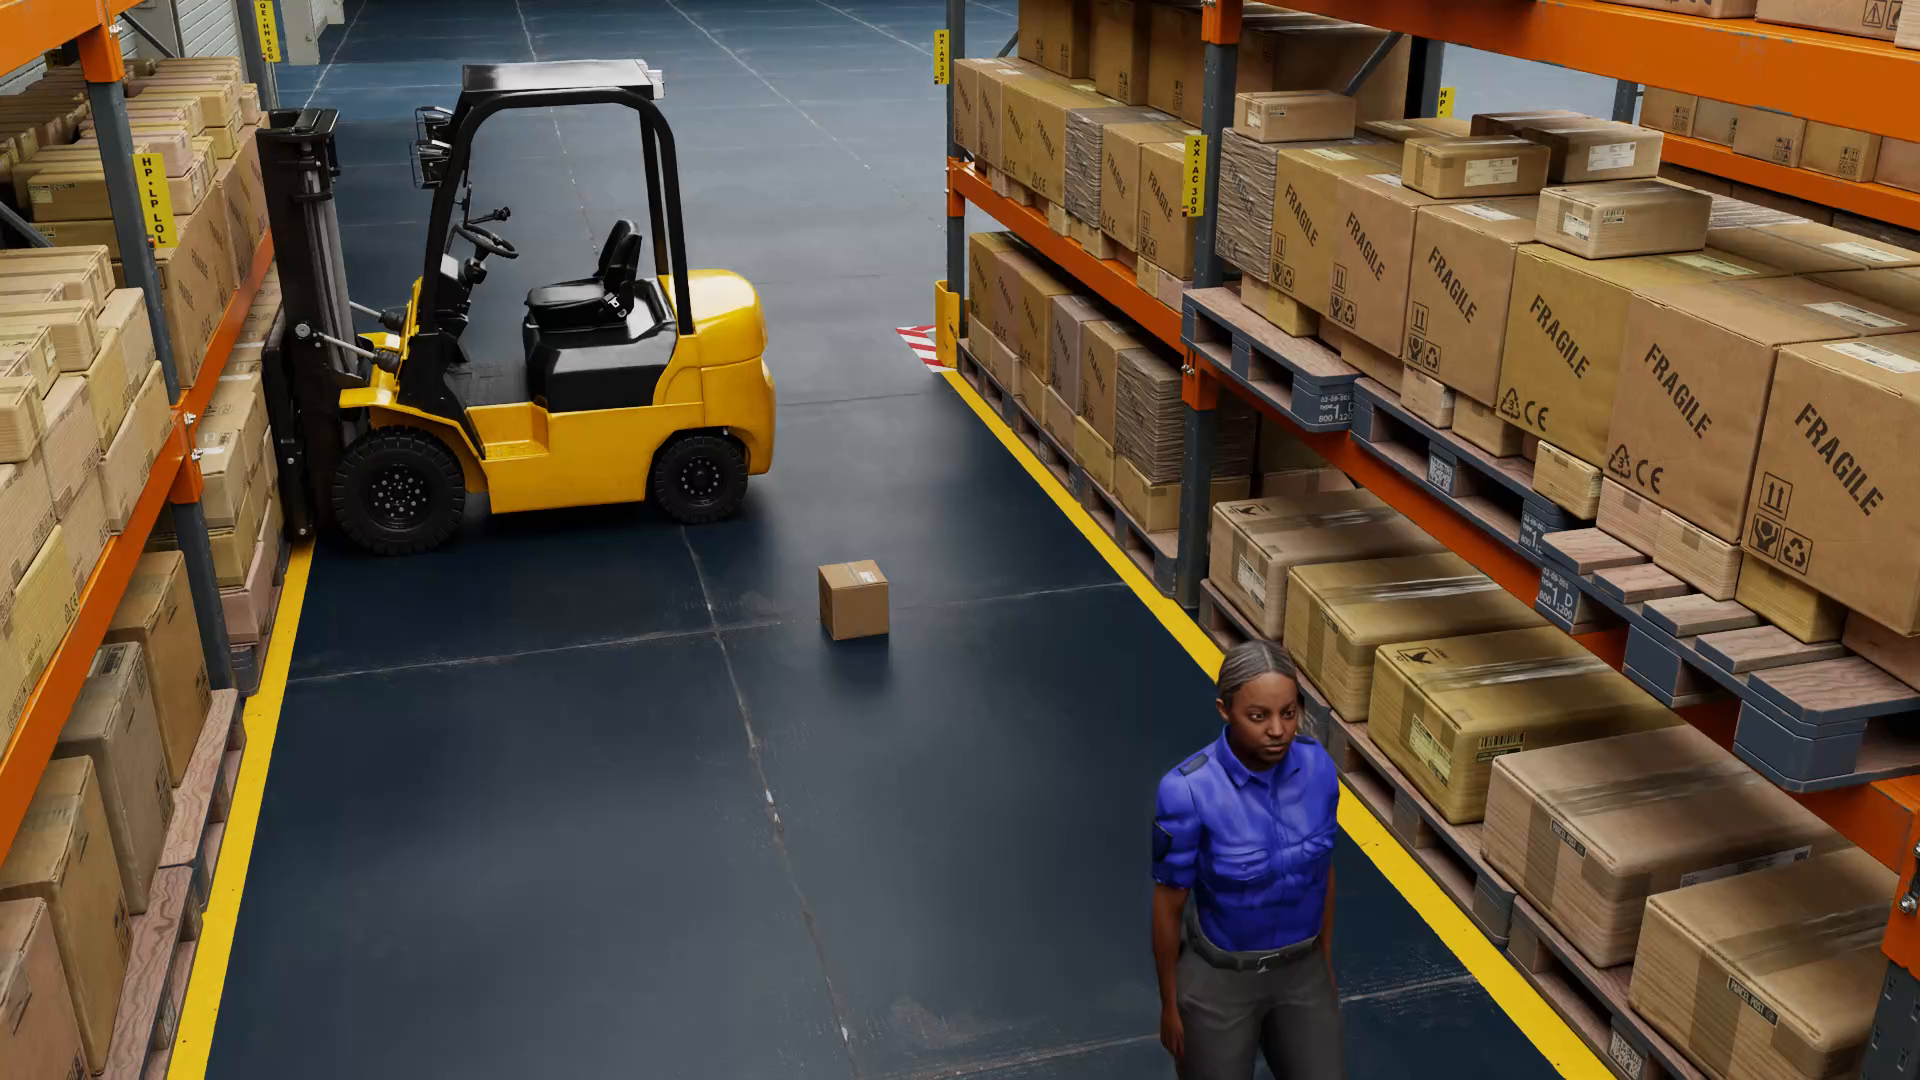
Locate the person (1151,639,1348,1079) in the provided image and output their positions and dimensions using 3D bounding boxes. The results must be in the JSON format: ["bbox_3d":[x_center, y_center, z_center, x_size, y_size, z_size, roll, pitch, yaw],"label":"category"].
[{"bbox_3d":[0.636,0.972,3.753,0.465,1.646,0.499,-8,24,-18],"label":"person"}]
